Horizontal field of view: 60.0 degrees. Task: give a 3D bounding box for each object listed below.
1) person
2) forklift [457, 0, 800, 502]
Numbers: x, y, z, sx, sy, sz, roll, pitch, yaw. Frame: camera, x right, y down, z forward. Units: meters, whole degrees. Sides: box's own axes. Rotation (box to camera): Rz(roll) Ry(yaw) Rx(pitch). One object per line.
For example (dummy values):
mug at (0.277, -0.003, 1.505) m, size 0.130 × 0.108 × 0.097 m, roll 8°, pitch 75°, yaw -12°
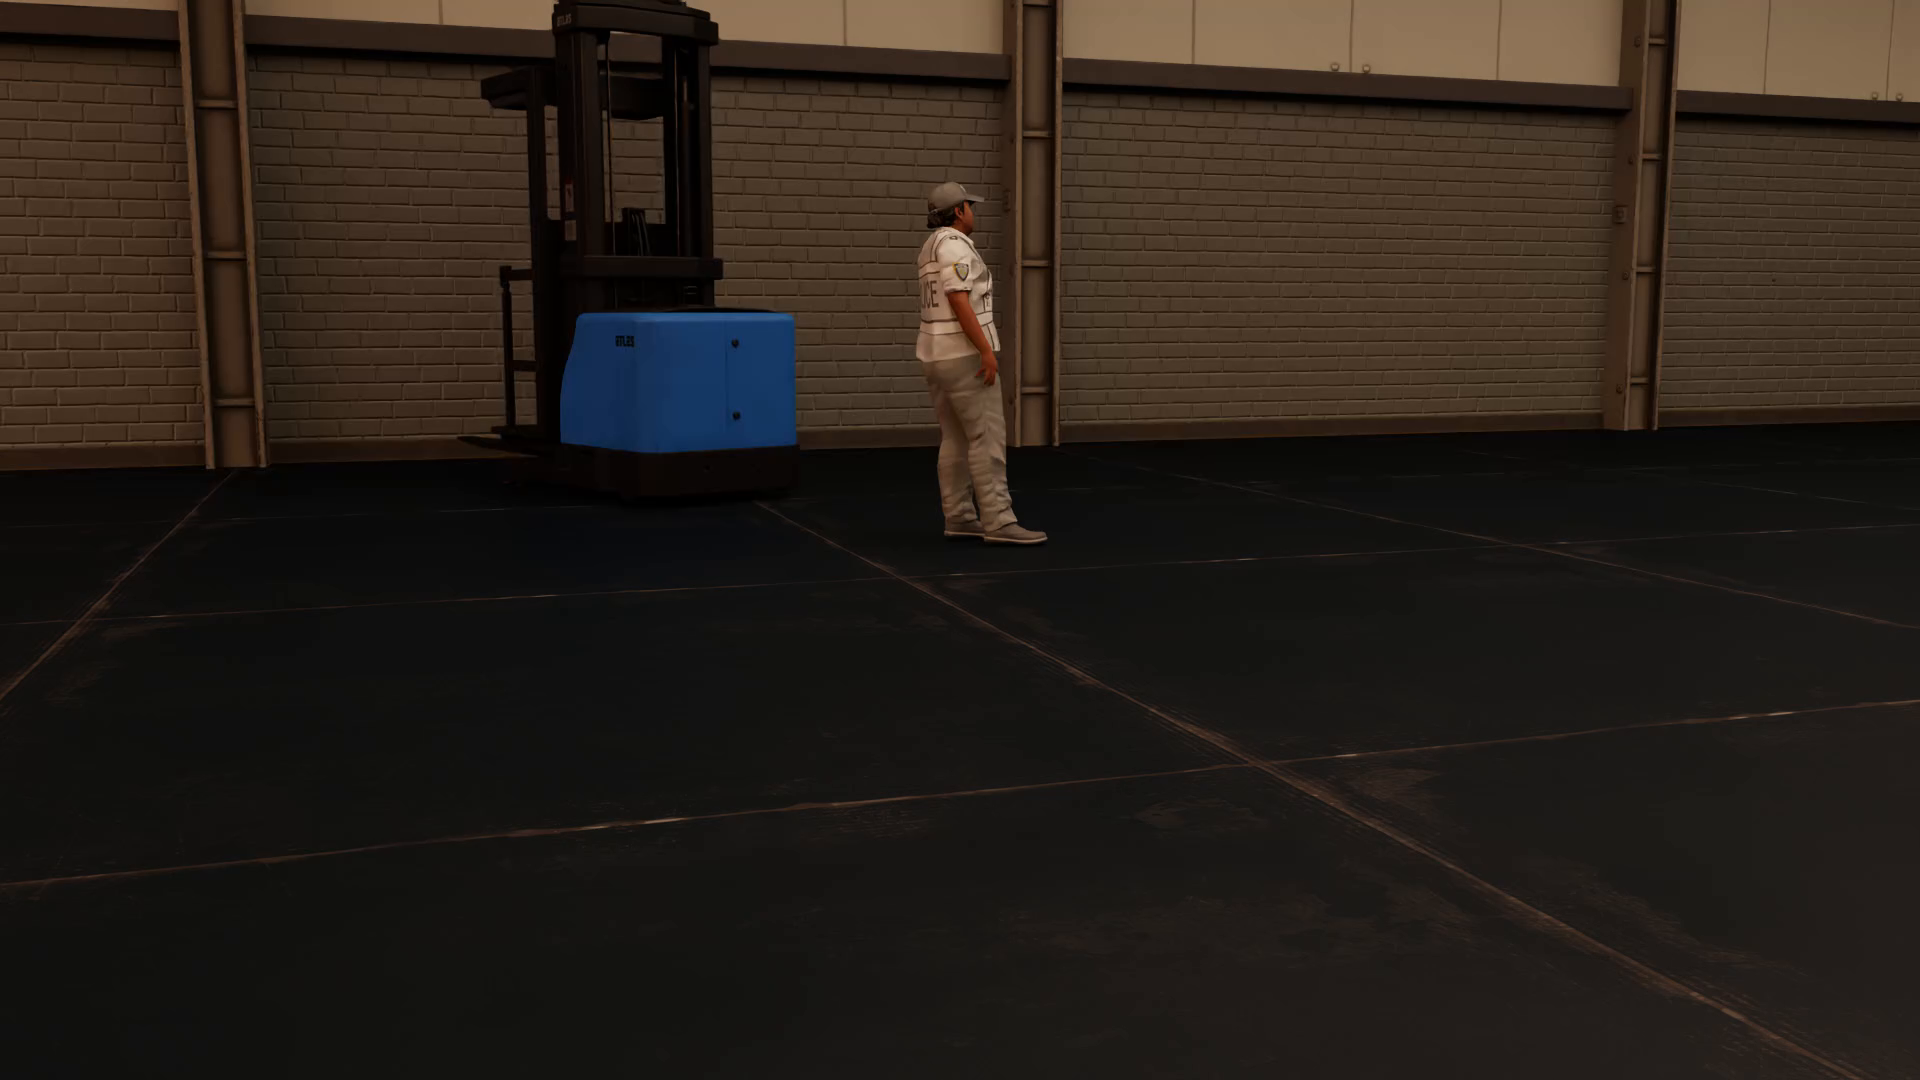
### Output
person at (0.080, -0.833, 7.813) m, size 0.529 × 1.670 × 0.598 m, roll -3°, pitch 8°, yaw -18°
forklift at (-2.261, -1.813, 10.377) m, size 1.130 × 2.935 × 3.031 m, roll -6°, pitch 10°, yaw -39°
